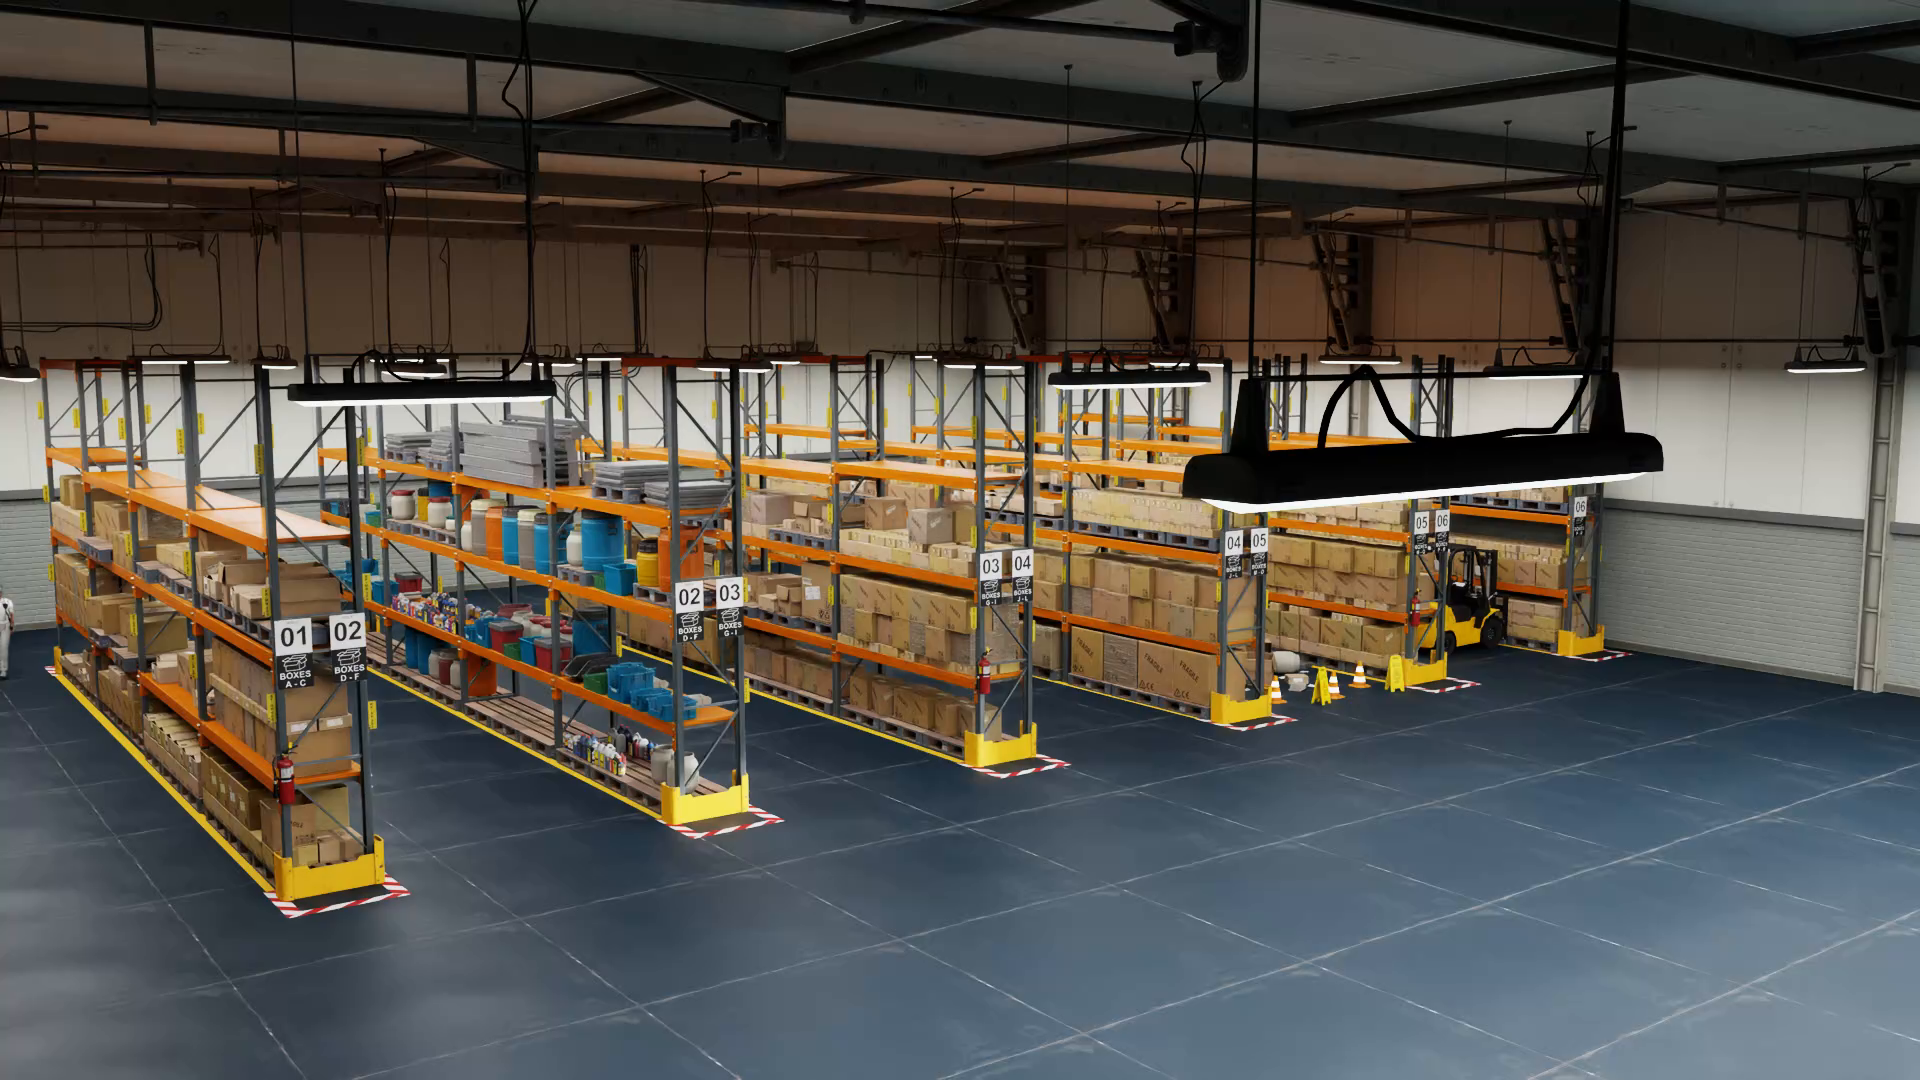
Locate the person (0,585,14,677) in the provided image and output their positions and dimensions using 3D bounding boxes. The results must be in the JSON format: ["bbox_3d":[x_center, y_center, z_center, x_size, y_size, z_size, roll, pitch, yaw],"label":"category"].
[{"bbox_3d":[-18.195,1.687,31.435,0.516,1.720,1.055,-2,7,-16],"label":"person"}]
